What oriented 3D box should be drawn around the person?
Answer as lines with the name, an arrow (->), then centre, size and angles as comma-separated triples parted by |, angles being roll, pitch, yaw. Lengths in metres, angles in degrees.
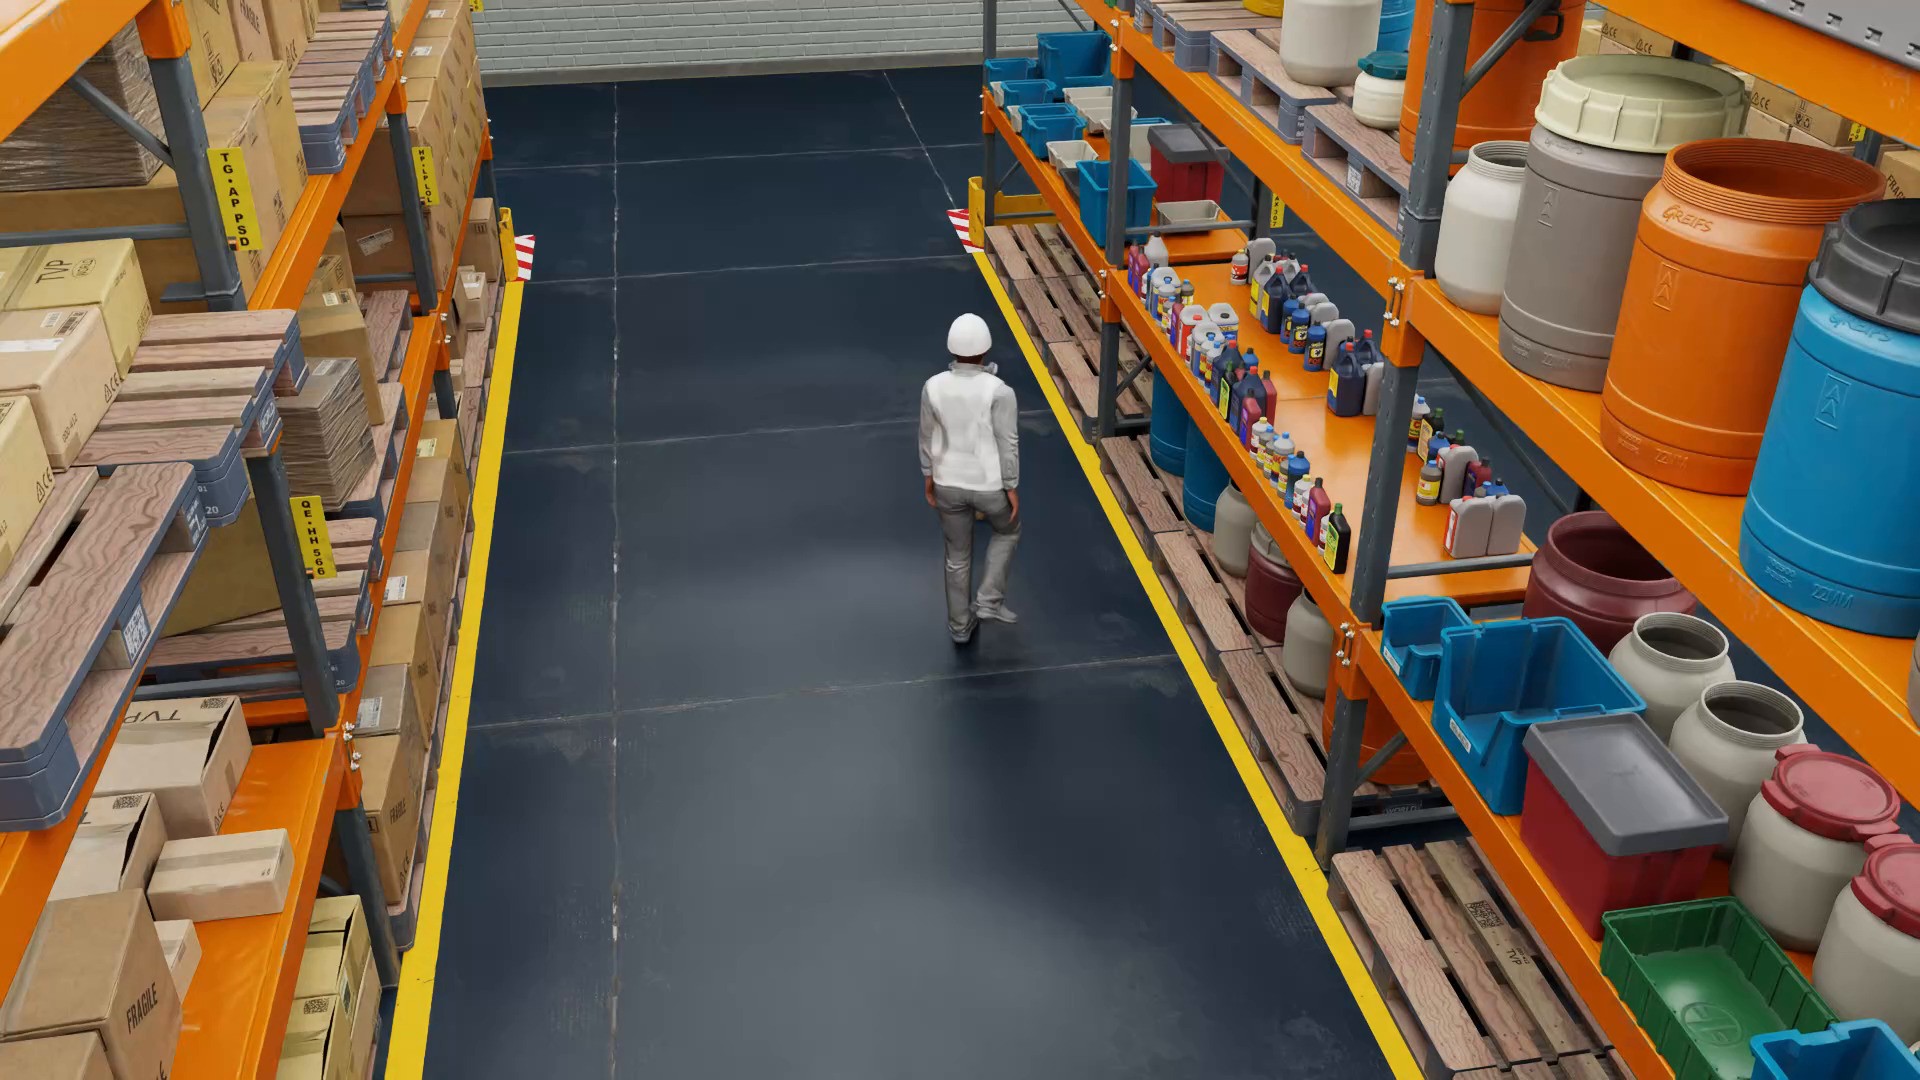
person -> 0.053, -0.312, 8.611 | 0.567, 1.761, 0.488 | 8, 31, 13
